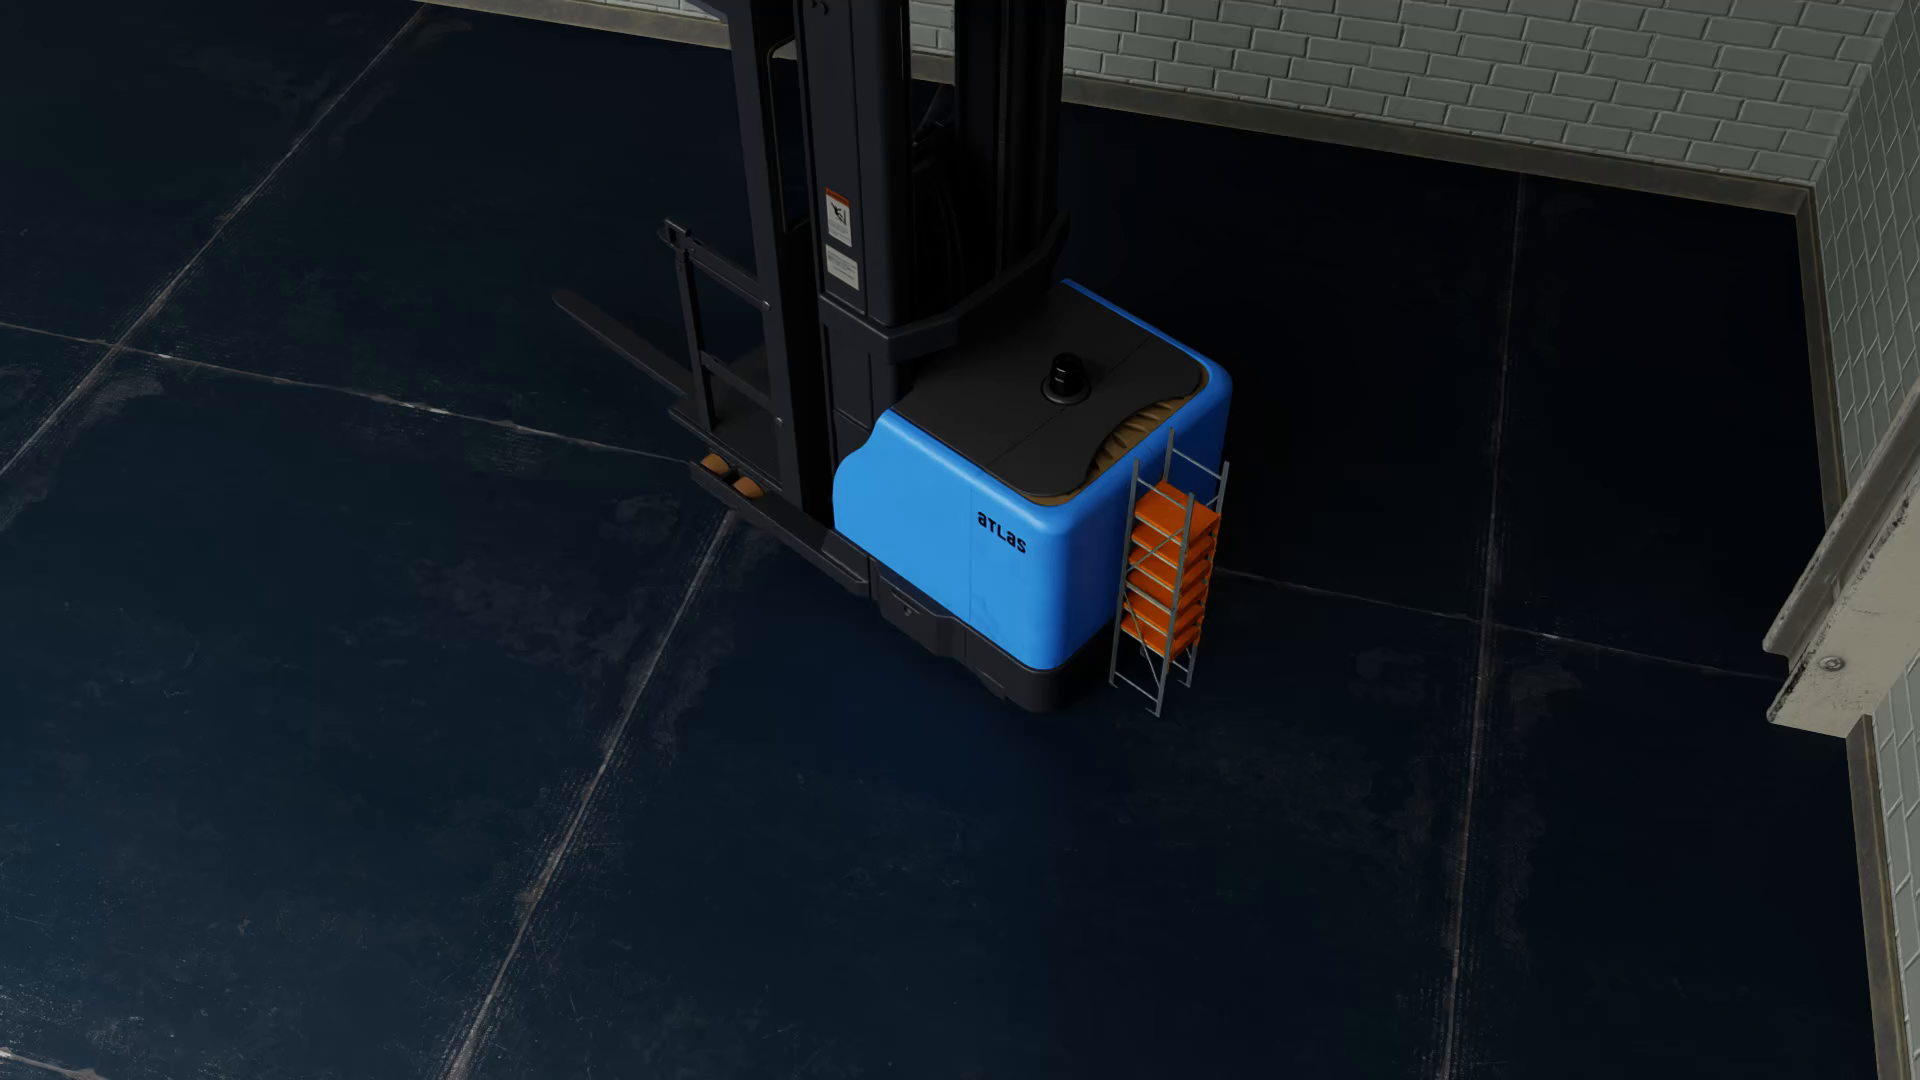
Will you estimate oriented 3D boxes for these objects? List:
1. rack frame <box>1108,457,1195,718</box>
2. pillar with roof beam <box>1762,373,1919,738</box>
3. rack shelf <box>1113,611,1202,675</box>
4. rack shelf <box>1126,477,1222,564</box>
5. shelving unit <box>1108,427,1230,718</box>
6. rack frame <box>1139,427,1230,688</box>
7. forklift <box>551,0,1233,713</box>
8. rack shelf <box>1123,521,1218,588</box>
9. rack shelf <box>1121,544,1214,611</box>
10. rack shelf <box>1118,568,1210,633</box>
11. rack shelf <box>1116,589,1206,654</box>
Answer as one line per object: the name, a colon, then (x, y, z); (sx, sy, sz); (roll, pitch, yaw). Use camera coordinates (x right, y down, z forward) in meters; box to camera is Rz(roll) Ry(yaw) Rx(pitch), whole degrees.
rack frame: (0.644, 0.194, 5.697); (0.240, 1.200, 0.006); (35, 57, 26)
pillar with roof beam: (-0.999, -3.275, 3.557); (9.100, 9.000, 0.400); (12, 50, 10)
rack shelf: (0.706, 0.331, 5.955); (0.258, 0.103, 0.180); (35, 57, 26)
rack shelf: (0.707, -0.065, 5.505); (0.258, 0.103, 0.180); (35, 57, 26)
shelving unit: (0.706, 0.144, 5.741); (0.258, 1.200, 0.189); (35, 57, 26)
rack frame: (0.768, 0.093, 5.786); (0.240, 1.200, 0.006); (35, 57, 26)
forklift: (-0.462, -1.319, 5.878); (3.031, 2.935, 1.130); (35, 57, 27)
rack shelf: (0.707, 0.014, 5.595); (0.258, 0.103, 0.180); (35, 57, 26)
rack shelf: (0.706, 0.094, 5.685); (0.258, 0.103, 0.180); (35, 57, 26)
rack shelf: (0.706, 0.173, 5.775); (0.258, 0.103, 0.180); (35, 57, 26)
rack shelf: (0.706, 0.252, 5.865); (0.258, 0.103, 0.180); (35, 57, 26)
